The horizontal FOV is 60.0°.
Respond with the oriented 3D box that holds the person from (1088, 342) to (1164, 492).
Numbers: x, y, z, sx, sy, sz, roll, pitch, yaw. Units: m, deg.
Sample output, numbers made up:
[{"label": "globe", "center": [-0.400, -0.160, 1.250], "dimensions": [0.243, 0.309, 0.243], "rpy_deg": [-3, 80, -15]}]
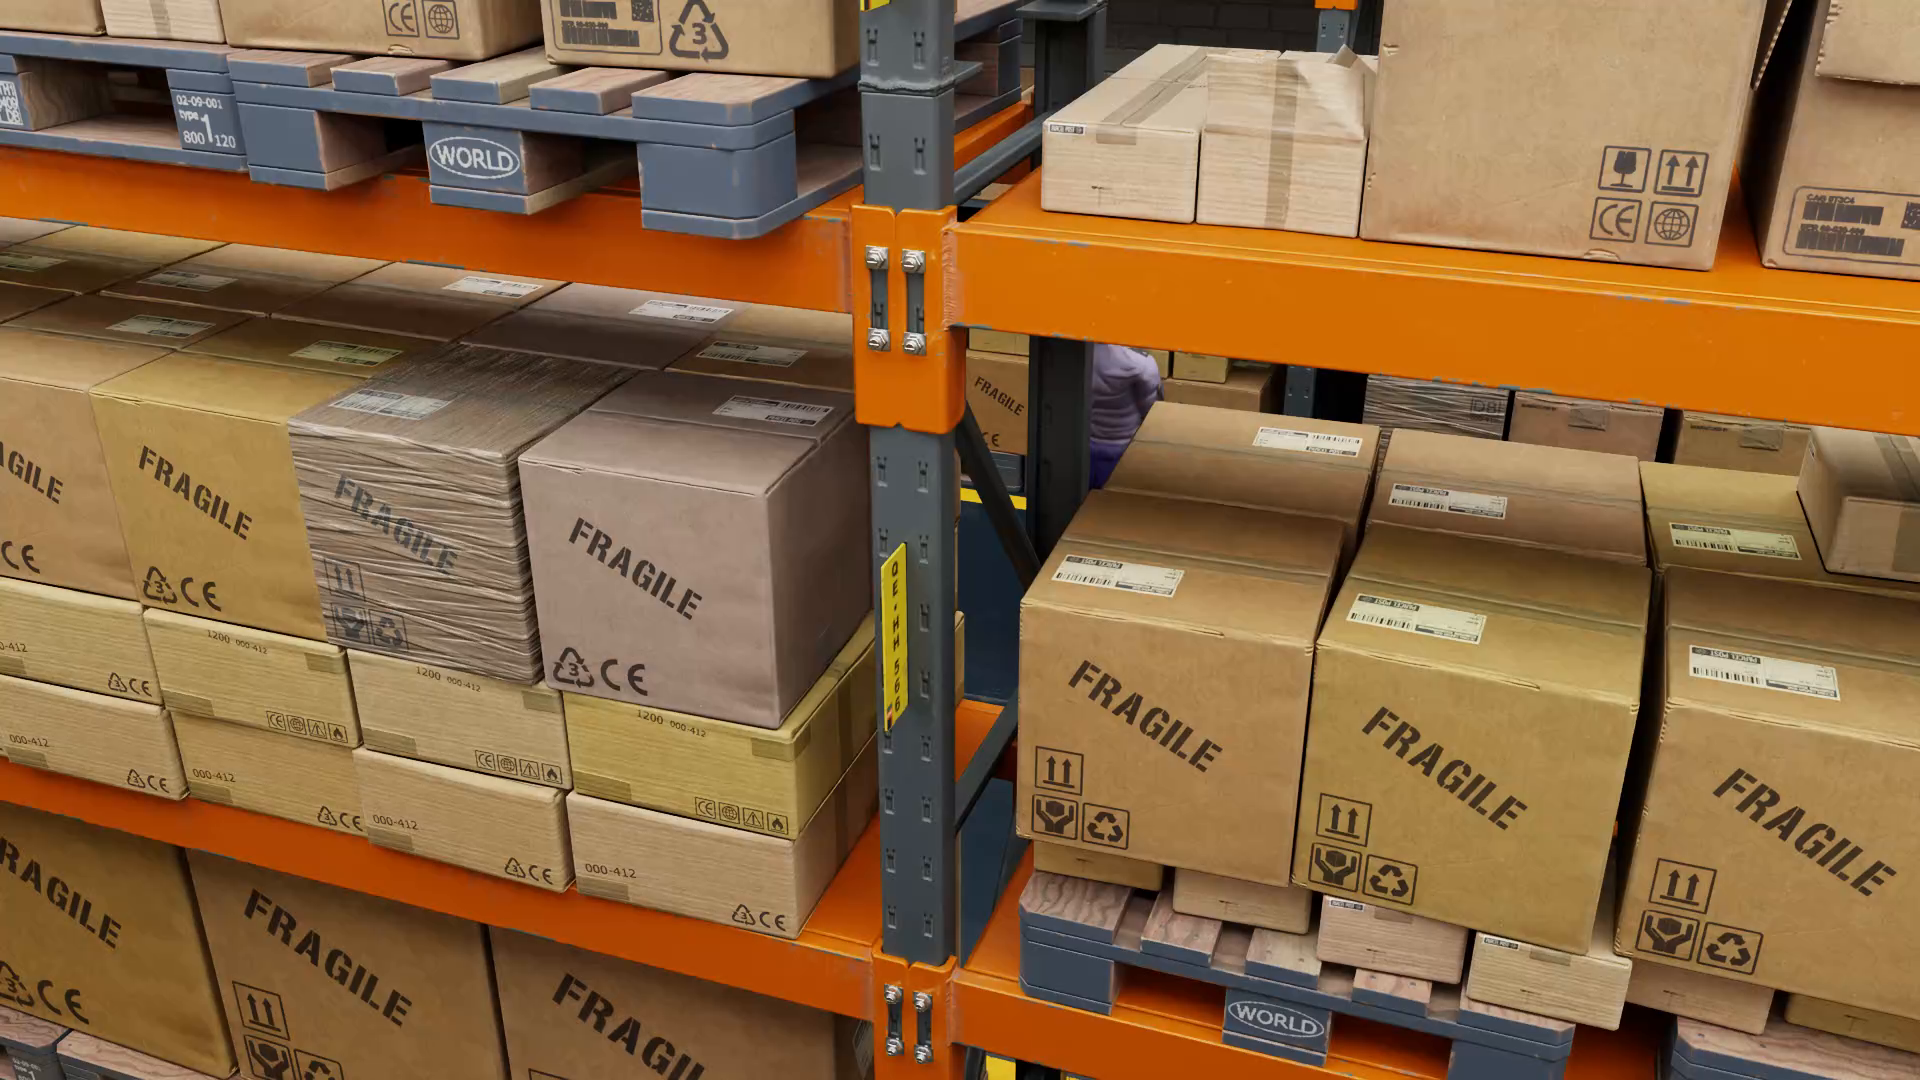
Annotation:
[{"label": "person", "center": [0.594, -0.276, 6.695], "dimensions": [0.471, 1.647, 0.511], "rpy_deg": [9, 27, 17]}]
